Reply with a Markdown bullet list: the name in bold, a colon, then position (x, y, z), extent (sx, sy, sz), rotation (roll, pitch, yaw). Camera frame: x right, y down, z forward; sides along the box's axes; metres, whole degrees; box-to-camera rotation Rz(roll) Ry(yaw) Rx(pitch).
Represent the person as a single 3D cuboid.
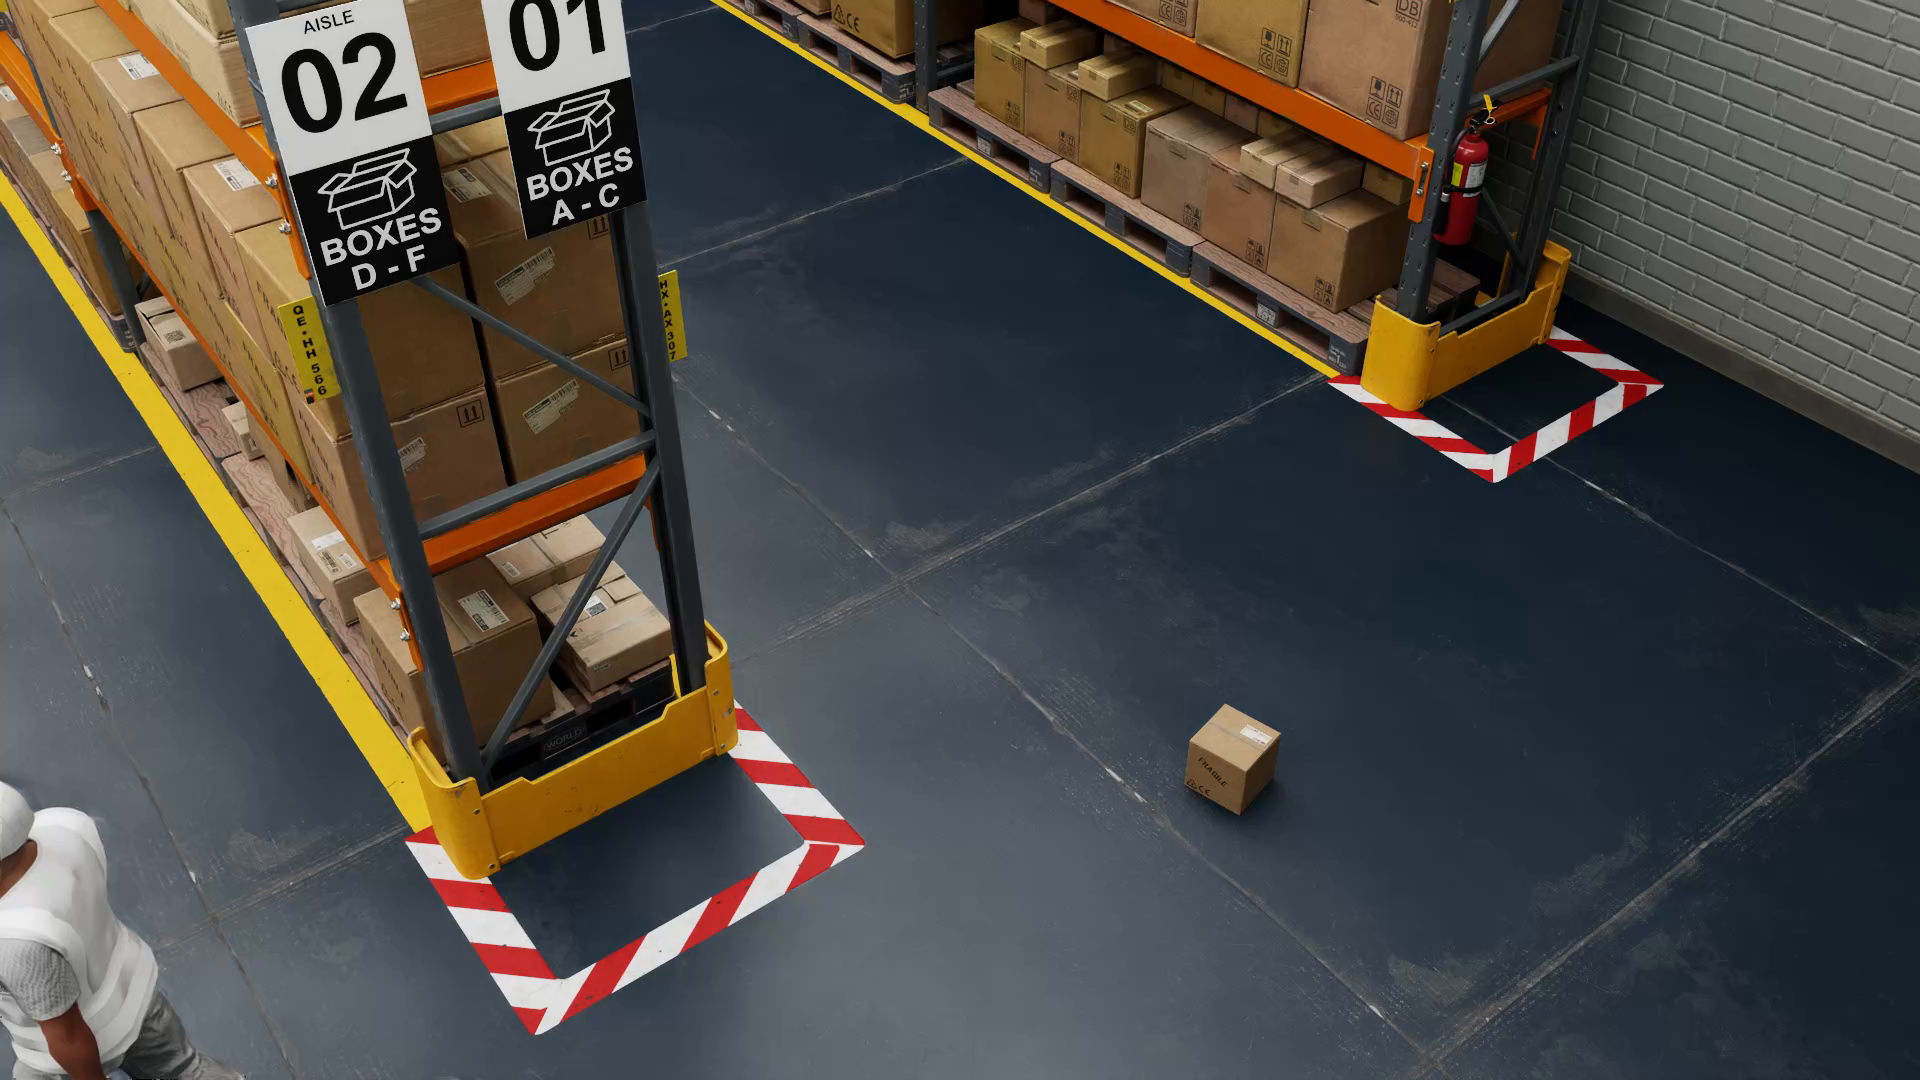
- **person**: position (-2.495, 1.298, 4.566), extent (0.864, 1.758, 0.615), rotation (-3, 40, -4)
